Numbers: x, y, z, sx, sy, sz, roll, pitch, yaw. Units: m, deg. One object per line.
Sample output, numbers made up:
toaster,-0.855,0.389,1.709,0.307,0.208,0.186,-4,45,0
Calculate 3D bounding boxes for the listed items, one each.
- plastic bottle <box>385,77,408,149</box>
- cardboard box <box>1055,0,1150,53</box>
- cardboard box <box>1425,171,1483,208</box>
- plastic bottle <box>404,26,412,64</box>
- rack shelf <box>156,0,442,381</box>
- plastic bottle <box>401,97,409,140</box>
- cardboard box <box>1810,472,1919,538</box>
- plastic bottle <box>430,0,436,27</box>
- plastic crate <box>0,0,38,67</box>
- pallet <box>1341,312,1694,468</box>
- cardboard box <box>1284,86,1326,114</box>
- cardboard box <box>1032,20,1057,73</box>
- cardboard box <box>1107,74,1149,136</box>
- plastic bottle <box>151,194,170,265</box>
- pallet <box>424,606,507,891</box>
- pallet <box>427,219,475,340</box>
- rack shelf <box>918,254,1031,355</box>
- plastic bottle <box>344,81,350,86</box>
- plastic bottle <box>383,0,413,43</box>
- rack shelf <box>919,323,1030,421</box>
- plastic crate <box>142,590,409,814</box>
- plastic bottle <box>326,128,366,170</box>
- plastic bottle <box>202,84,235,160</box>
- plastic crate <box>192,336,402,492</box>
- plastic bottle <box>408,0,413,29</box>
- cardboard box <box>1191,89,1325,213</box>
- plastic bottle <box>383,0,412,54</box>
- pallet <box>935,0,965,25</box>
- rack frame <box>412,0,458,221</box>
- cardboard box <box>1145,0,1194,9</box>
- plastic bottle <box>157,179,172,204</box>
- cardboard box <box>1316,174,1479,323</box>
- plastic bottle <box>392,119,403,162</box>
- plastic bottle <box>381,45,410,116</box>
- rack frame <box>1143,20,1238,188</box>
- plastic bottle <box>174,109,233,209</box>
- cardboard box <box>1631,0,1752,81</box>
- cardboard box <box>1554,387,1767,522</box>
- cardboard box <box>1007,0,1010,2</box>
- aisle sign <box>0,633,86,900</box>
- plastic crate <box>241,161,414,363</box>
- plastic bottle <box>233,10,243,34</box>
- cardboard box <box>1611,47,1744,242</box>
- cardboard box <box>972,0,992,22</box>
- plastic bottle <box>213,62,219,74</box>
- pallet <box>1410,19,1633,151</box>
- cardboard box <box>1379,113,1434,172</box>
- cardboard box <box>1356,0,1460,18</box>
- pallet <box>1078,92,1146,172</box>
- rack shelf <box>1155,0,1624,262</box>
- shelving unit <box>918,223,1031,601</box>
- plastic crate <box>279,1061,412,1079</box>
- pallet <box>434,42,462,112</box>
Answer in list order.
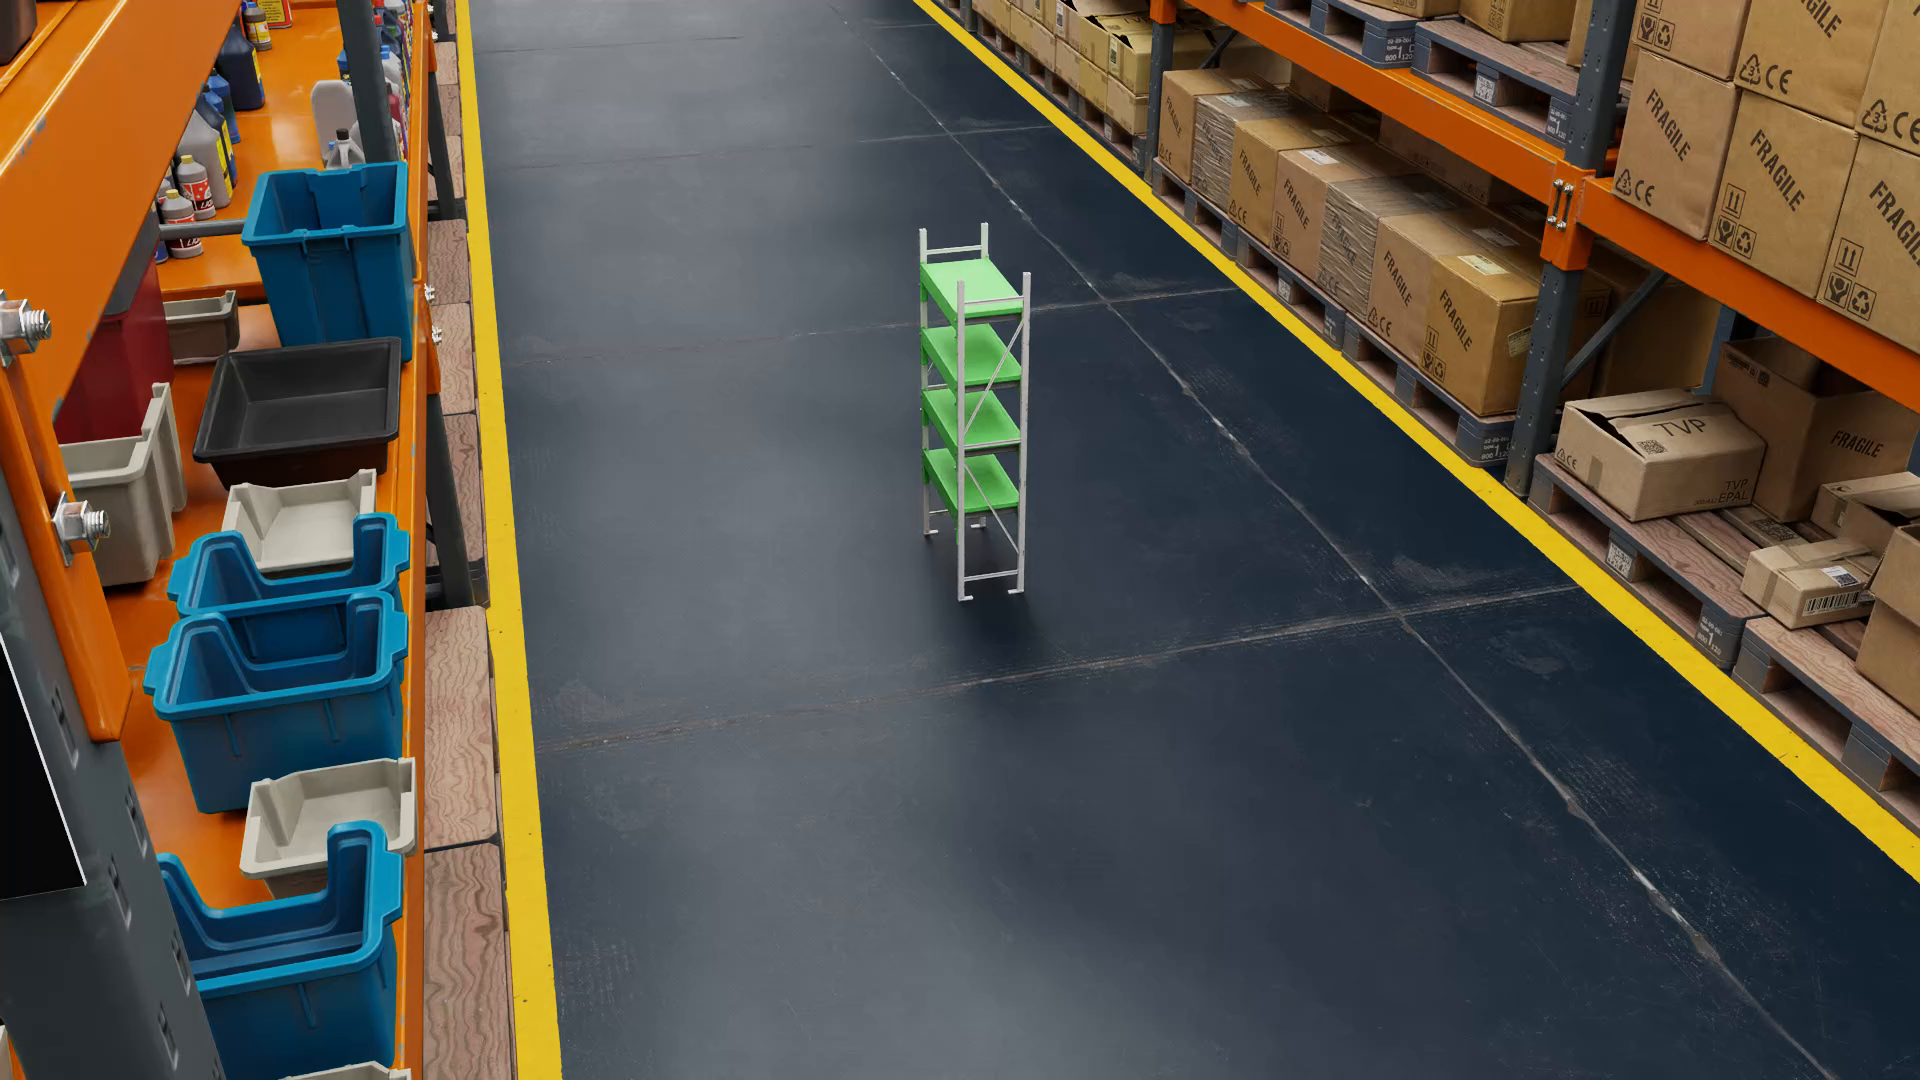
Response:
plastic bottle,-2.118,-1.564,6.081,0.152,0.276,0.135,-8,31,-13
cardboard box,0.946,-3.434,10.954,0.500,0.311,0.500,-8,31,-14
cardboard box,2.488,-1.426,7.775,0.500,0.500,0.500,-7,31,-13
plastic bottle,-2.431,-2.152,7.171,0.097,0.201,0.097,0,30,0
rack shelf,-2.648,-1.551,6.653,1.077,0.370,4.000,-8,31,-13
plastic bottle,-2.123,-1.591,6.203,0.097,0.201,0.097,0,30,0
cardboard box,3.242,-0.099,5.833,0.380,0.149,0.250,-8,31,-13
plastic bottle,-3.902,-3.982,12.419,0.097,0.271,0.097,0,30,0
plastic crate,-0.889,-0.429,1.133,0.497,0.269,0.590,-8,31,-13
pallet,2.407,-0.734,7.307,1.003,0.211,1.213,-8,31,-13
cardboard box,2.073,-2.173,9.066,0.500,0.500,0.500,-7,31,-11
cardboard box,0.813,-3.438,11.521,0.500,0.250,0.500,-7,31,-12
cardboard box,1.223,-2.698,10.243,0.500,0.250,0.500,-7,31,-12
plastic bottle,-2.533,-0.990,5.089,0.152,0.276,0.135,-8,31,-13
pallet,-1.884,0.661,4.898,1.003,0.211,1.213,-8,31,-13
pallet,-2.929,-1.246,8.192,1.003,0.211,1.213,-8,31,-13
rack shelf,0.044,-0.799,5.603,0.258,0.148,0.480,-8,31,-13
plastic bottle,-2.295,-1.618,6.249,0.097,0.201,0.097,0,30,0
plastic bottle,-2.534,-2.370,7.479,0.097,0.271,0.097,0,30,0
rack shelf,0.044,-0.592,5.723,0.258,0.148,0.480,-8,31,-13
plastic crate,-1.153,0.283,2.873,0.416,0.233,0.300,-8,31,-13
plastic bottle,-1.909,-1.107,5.218,0.144,0.351,0.185,-8,31,-13
plastic bottle,-2.685,-1.498,5.973,0.097,0.271,0.097,0,30,0
plastic crate,-1.561,-0.298,3.985,0.437,0.125,0.590,-8,31,-13
plastic bottle,-2.599,-2.527,7.739,0.061,0.283,0.133,-8,31,-13
cardboard box,1.588,-2.083,8.911,0.500,0.500,0.500,-9,31,-15
plastic bottle,-2.482,-2.276,7.316,0.097,0.271,0.097,0,30,0
pallet,0.366,-4.600,13.986,1.003,0.211,1.213,-8,31,-13
rack frame,-3.179,-2.828,8.142,1.000,3.000,0.127,-8,31,-13
cardboard box,1.461,-3.510,11.086,0.500,0.311,0.500,-9,31,-15
plastic bottle,-2.567,-1.082,5.324,0.097,0.201,0.097,0,30,0
cardboard box,1.997,-1.344,7.633,0.500,0.500,0.500,-7,31,-13
plastic bottle,-1.974,-1.351,5.718,0.097,0.271,0.097,0,30,0
plastic bottle,-2.210,-1.780,6.460,0.097,0.271,0.097,0,30,0
rack frame,1.598,-3.485,9.276,1.000,3.000,0.127,-8,31,-13
plastic bottle,-2.537,-1.294,5.541,0.144,0.351,0.185,-8,31,-13
cardboard box,2.513,-1.764,5.205,0.500,0.500,0.500,-7,31,-12
cardboard box,2.562,-0.348,6.102,0.500,0.311,0.500,-8,31,-13
cardboard box,0.534,-4.176,12.236,0.500,0.311,0.500,-8,31,-14
aisle sign,-0.750,-0.094,0.823,0.394,0.787,0.004,-8,31,-13
plastic crate,-1.664,-0.735,4.482,0.392,0.384,0.575,-8,31,-13
plastic bottle,-3.190,-2.245,7.263,0.097,0.271,0.097,0,30,0
cardboard box,2.532,-1.314,5.426,0.500,0.500,0.500,-7,31,-12
cardboard box,0.404,-4.181,12.804,0.500,0.250,0.500,-9,31,-14
plastic bottle,-3.007,-1.852,6.580,0.152,0.276,0.135,-8,31,-13
pallet,2.553,-1.870,6.678,1.003,0.211,1.213,-8,31,-13
cardboard box,2.367,-1.977,7.979,0.500,0.250,0.500,-8,31,-14
cardboard box,2.131,-2.623,7.268,0.700,0.500,0.500,-16,34,-26
pallet,1.417,-2.681,10.671,1.003,0.211,1.213,-8,31,-13
rack shelf,2.129,-2.207,7.788,1.077,0.370,4.000,-8,31,-13
shelving unit,0.044,-0.439,5.811,0.258,1.200,0.503,-8,31,-13
plastic crate,-0.809,0.795,2.085,0.250,0.136,0.298,-8,31,-13
pallet,-3.995,-3.179,11.531,1.003,0.211,1.213,-8,31,-13
